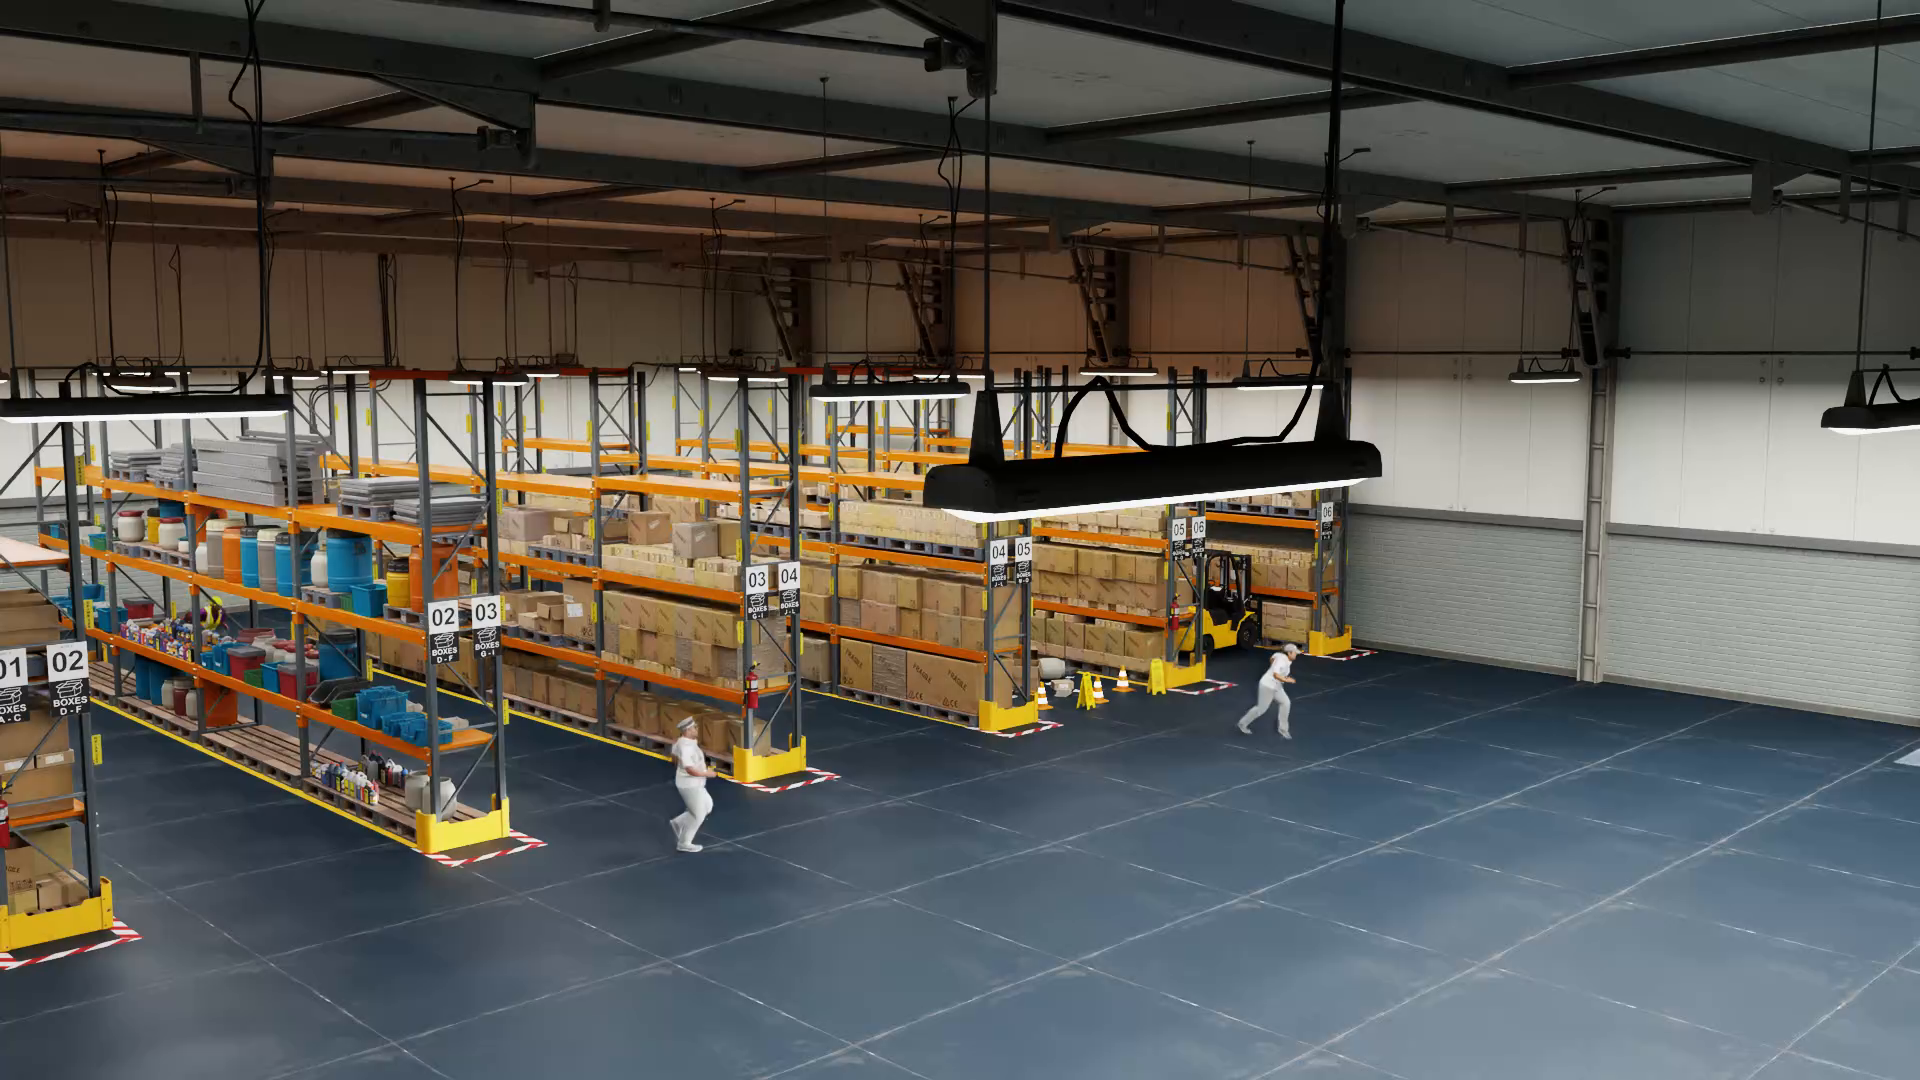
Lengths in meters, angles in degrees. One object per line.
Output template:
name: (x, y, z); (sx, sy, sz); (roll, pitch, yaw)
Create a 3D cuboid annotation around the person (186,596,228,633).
person: (-14.733, 1.877, 32.556); (0.837, 1.578, 0.734); (3, 7, 28)

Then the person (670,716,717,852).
person: (-3.387, 3.089, 21.137); (0.593, 1.743, 0.658); (-2, 7, -15)

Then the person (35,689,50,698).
person: (-14.383, 2.690, 25.789); (0.863, 1.481, 0.636); (3, 7, 26)

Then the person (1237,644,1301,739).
person: (5.089, 2.497, 27.386); (1.029, 1.622, 0.649); (2, 7, 16)
